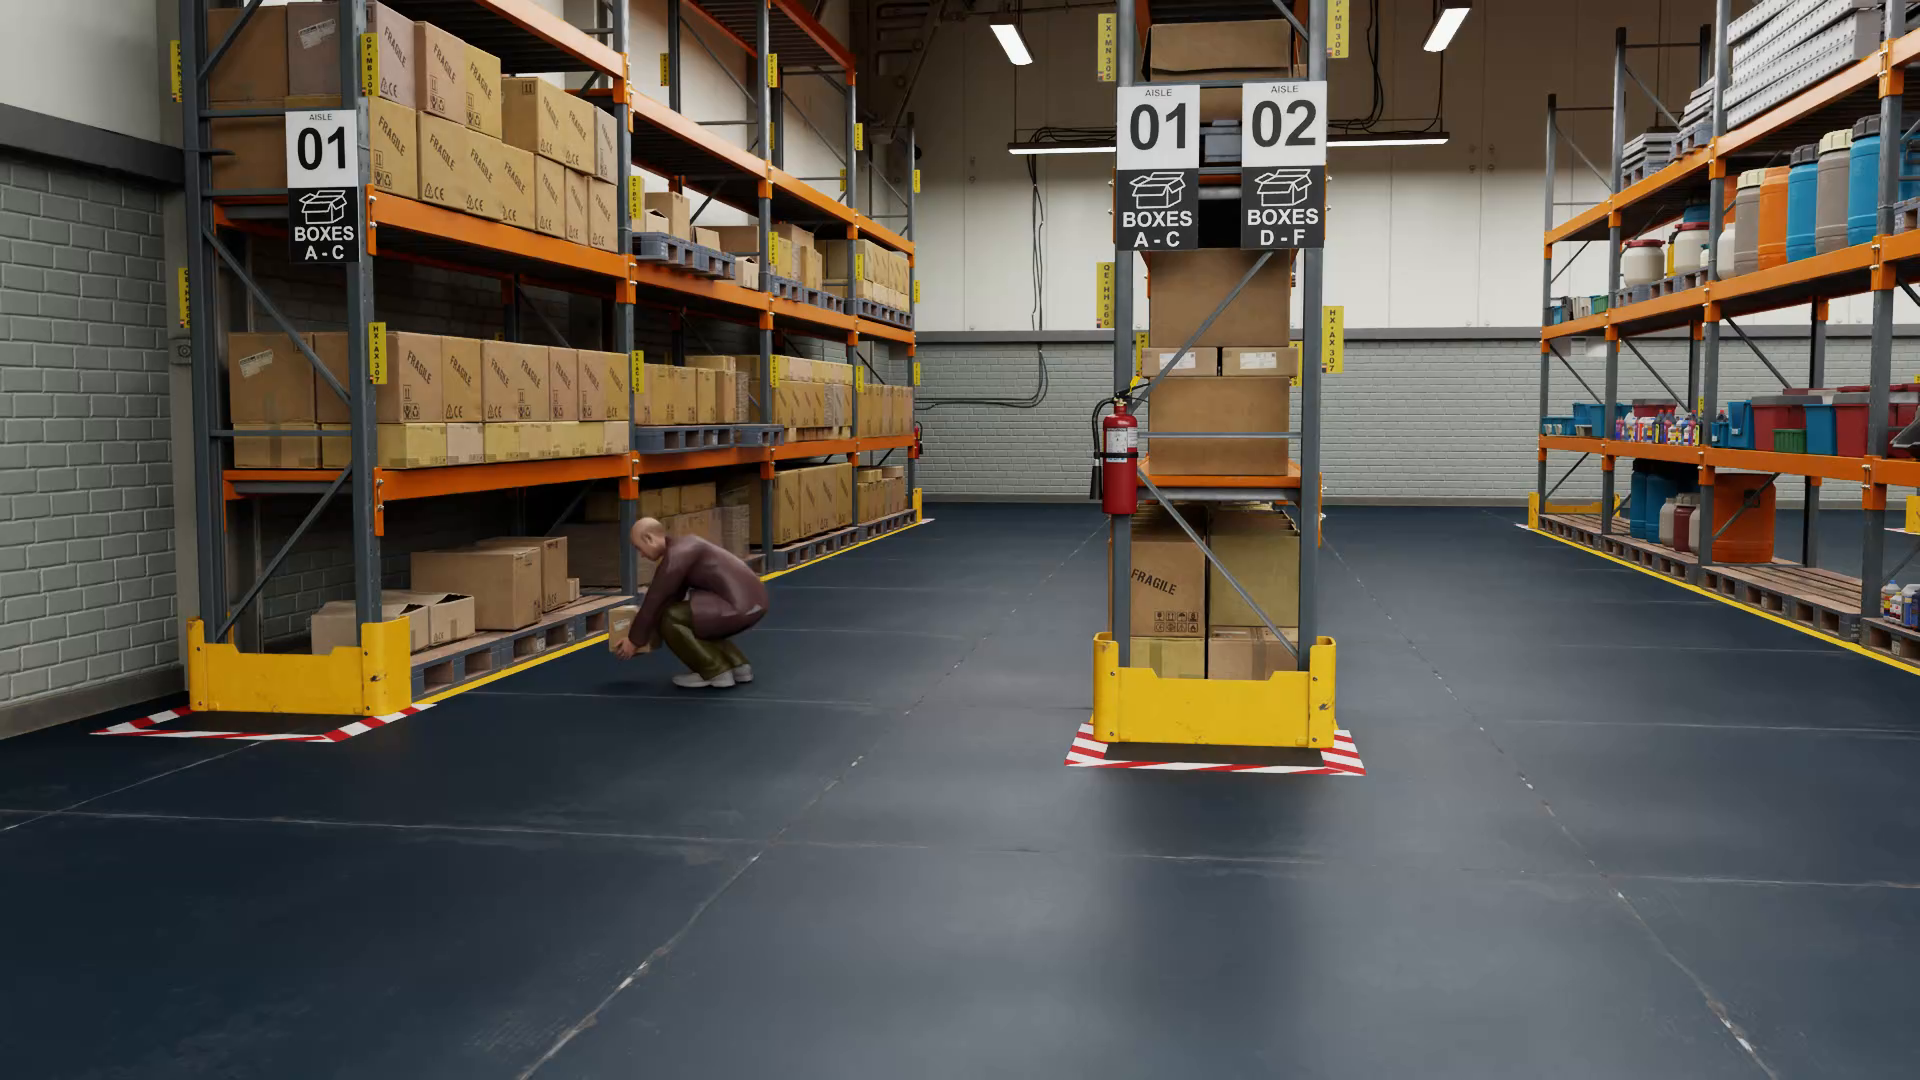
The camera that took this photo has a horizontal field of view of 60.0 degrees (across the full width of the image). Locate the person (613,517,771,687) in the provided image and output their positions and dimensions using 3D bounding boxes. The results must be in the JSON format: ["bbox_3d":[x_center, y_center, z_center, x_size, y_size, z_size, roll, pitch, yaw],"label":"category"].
[{"bbox_3d":[-1.587,0.365,9.911,0.907,1.004,0.613,1,4,9],"label":"person"}]
